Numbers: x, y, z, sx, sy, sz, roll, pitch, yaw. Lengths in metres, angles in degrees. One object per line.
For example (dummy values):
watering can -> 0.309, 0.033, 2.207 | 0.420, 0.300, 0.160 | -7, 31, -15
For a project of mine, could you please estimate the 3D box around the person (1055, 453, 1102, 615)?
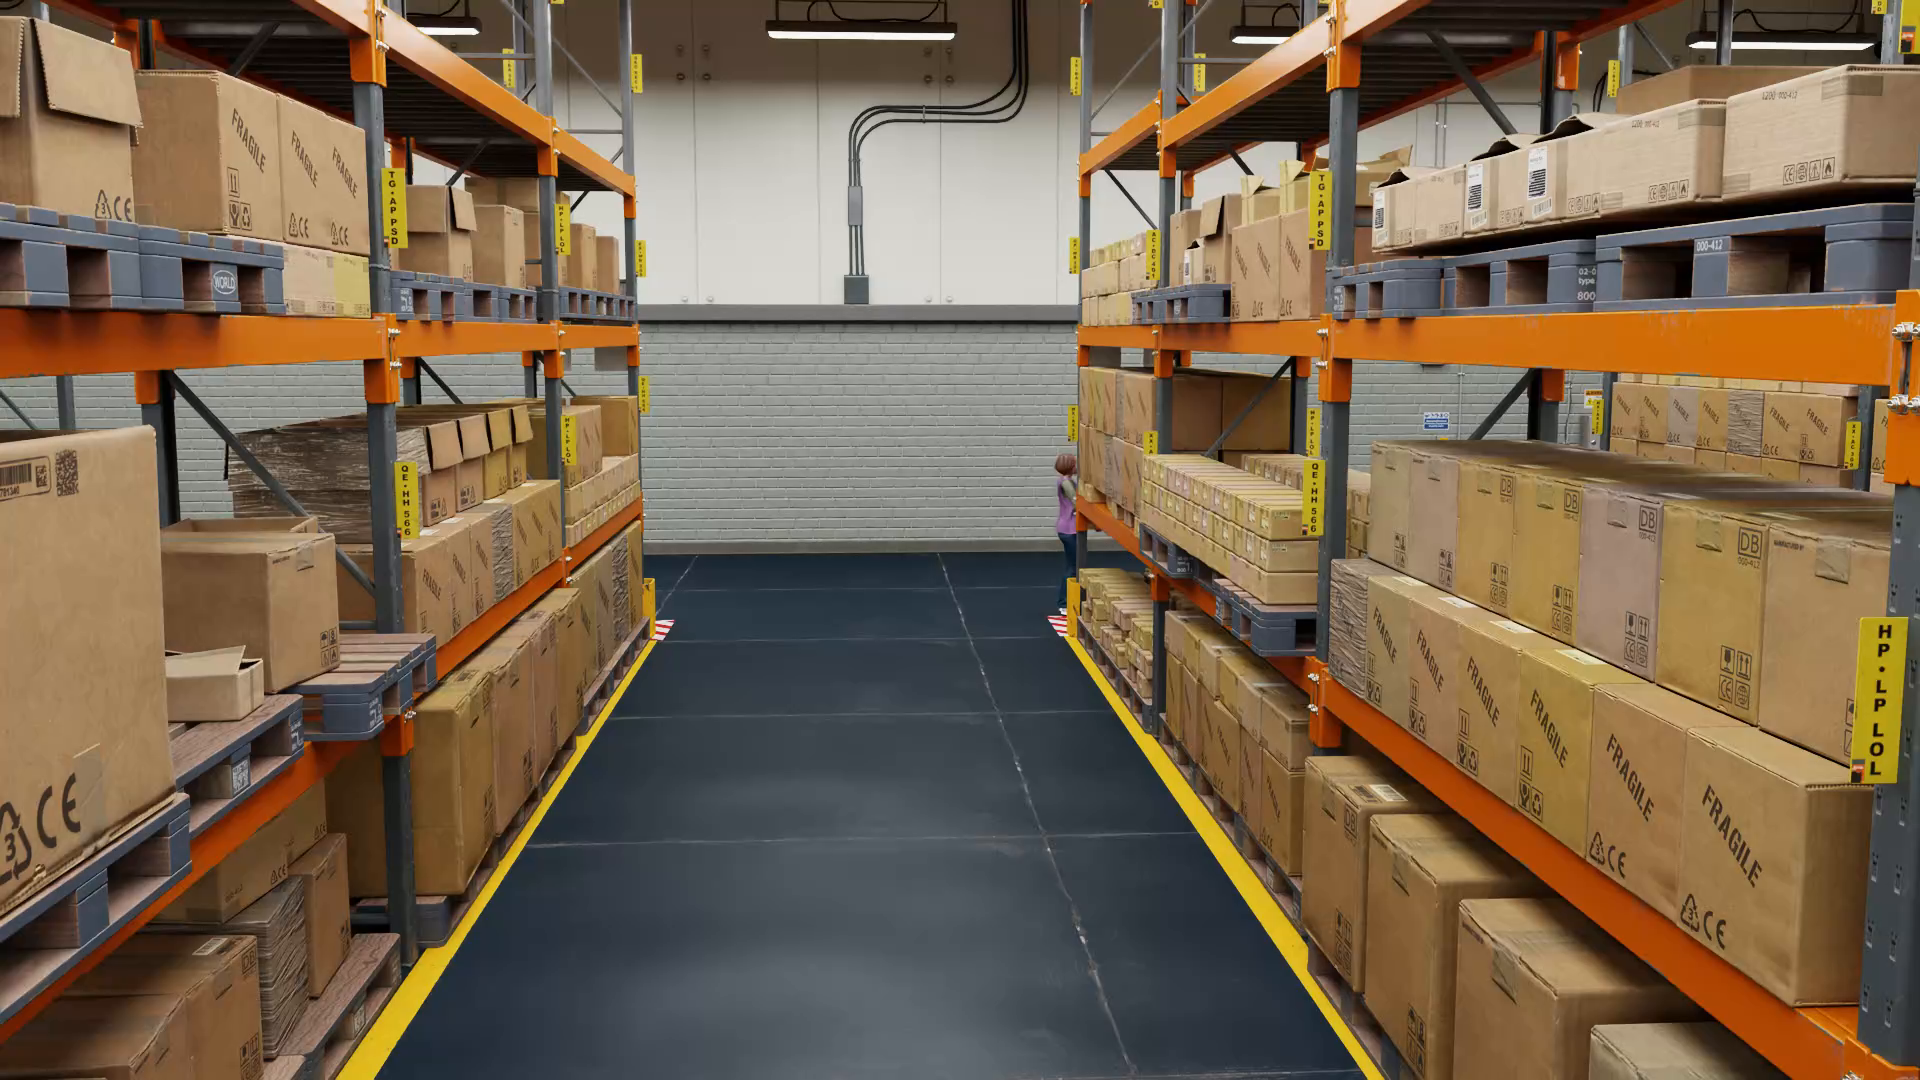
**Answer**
person -> 1.176, -0.061, 16.311 | 0.497, 1.588, 0.406 | 0, 7, 0
